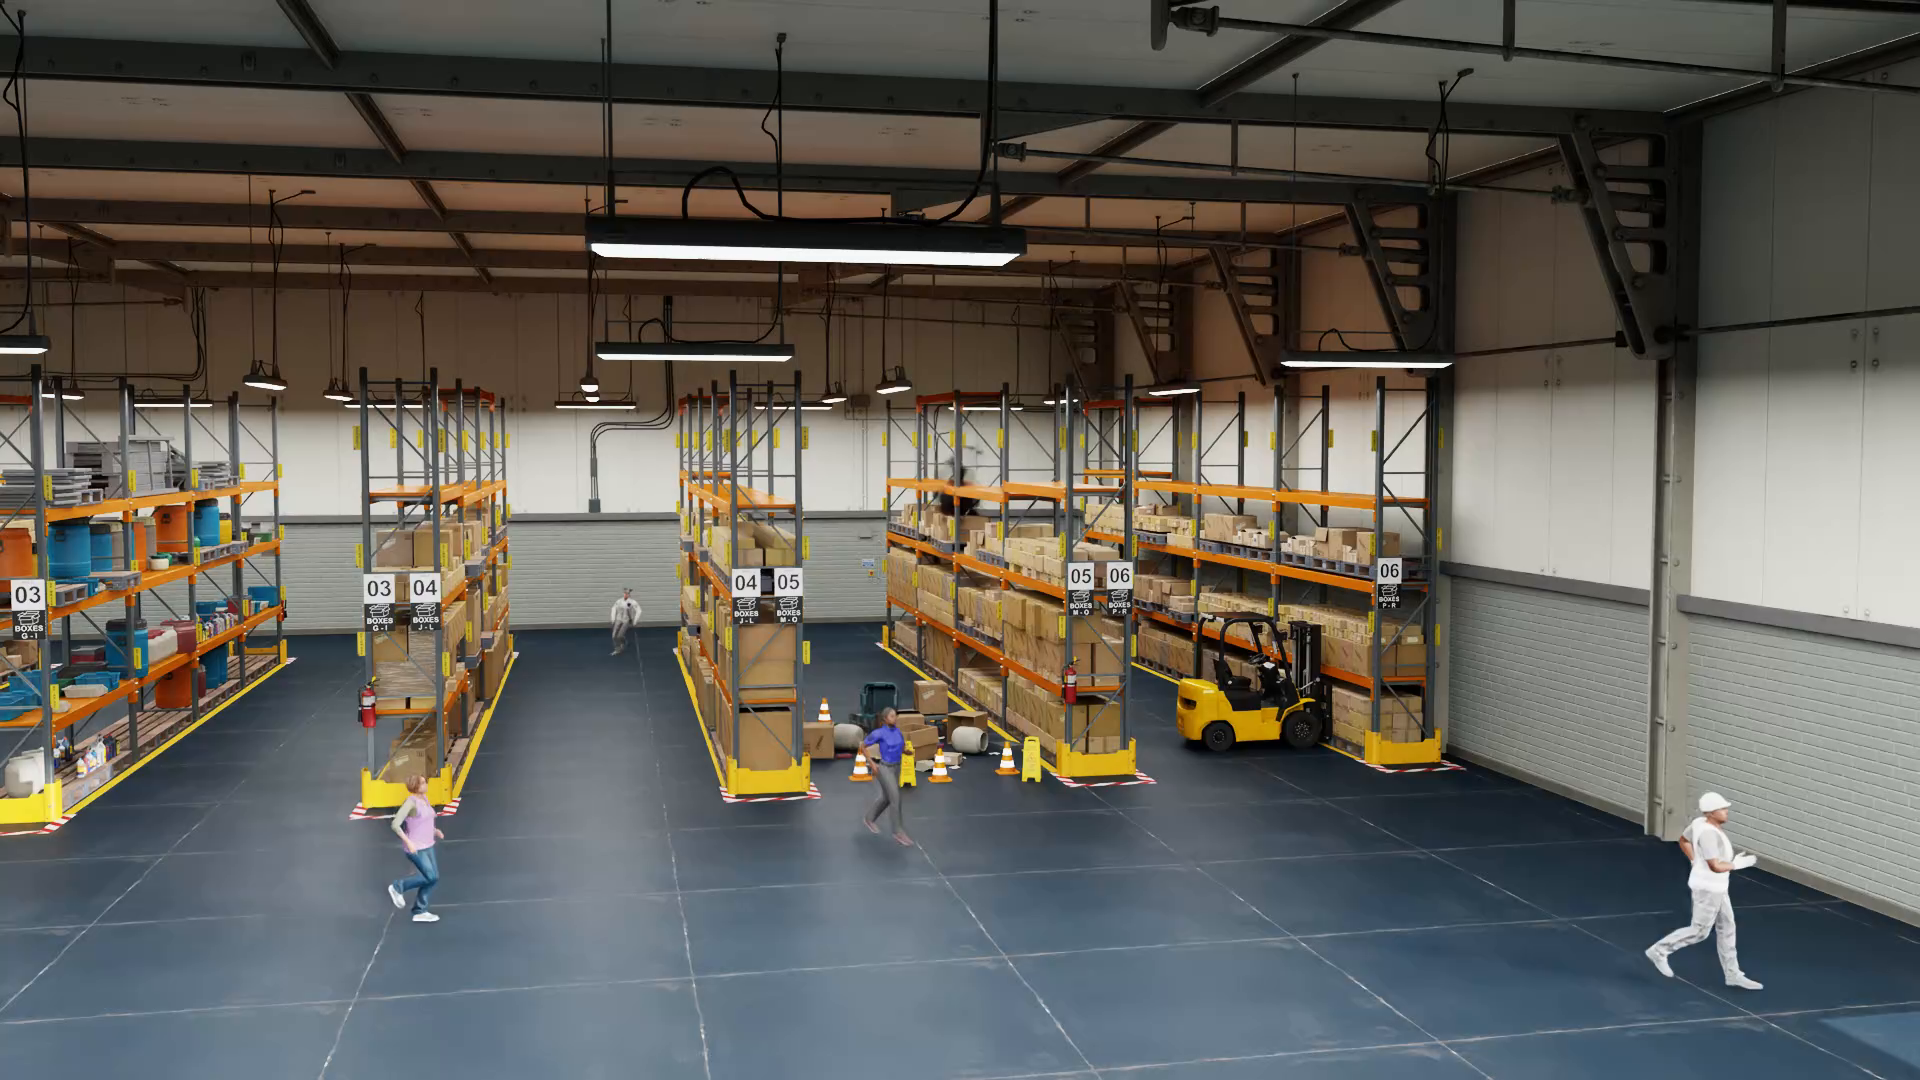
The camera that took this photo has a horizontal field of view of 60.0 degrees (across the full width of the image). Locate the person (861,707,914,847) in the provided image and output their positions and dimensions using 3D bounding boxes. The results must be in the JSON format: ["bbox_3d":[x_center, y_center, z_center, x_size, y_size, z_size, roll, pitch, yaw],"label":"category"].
[{"bbox_3d":[-0.898,2.924,20.751,0.872,1.687,0.566,2,4,34],"label":"person"}]

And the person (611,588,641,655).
[{"bbox_3d":[-7.846,1.908,38.939,0.702,1.598,0.500,1,4,15],"label":"person"}]

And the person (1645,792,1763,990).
[{"bbox_3d":[6.804,3.177,15.173,0.984,1.765,0.685,2,4,25],"label":"person"}]

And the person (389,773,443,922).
[{"bbox_3d":[-5.656,3.241,17.309,0.556,1.457,0.549,0,3,7],"label":"person"}]
